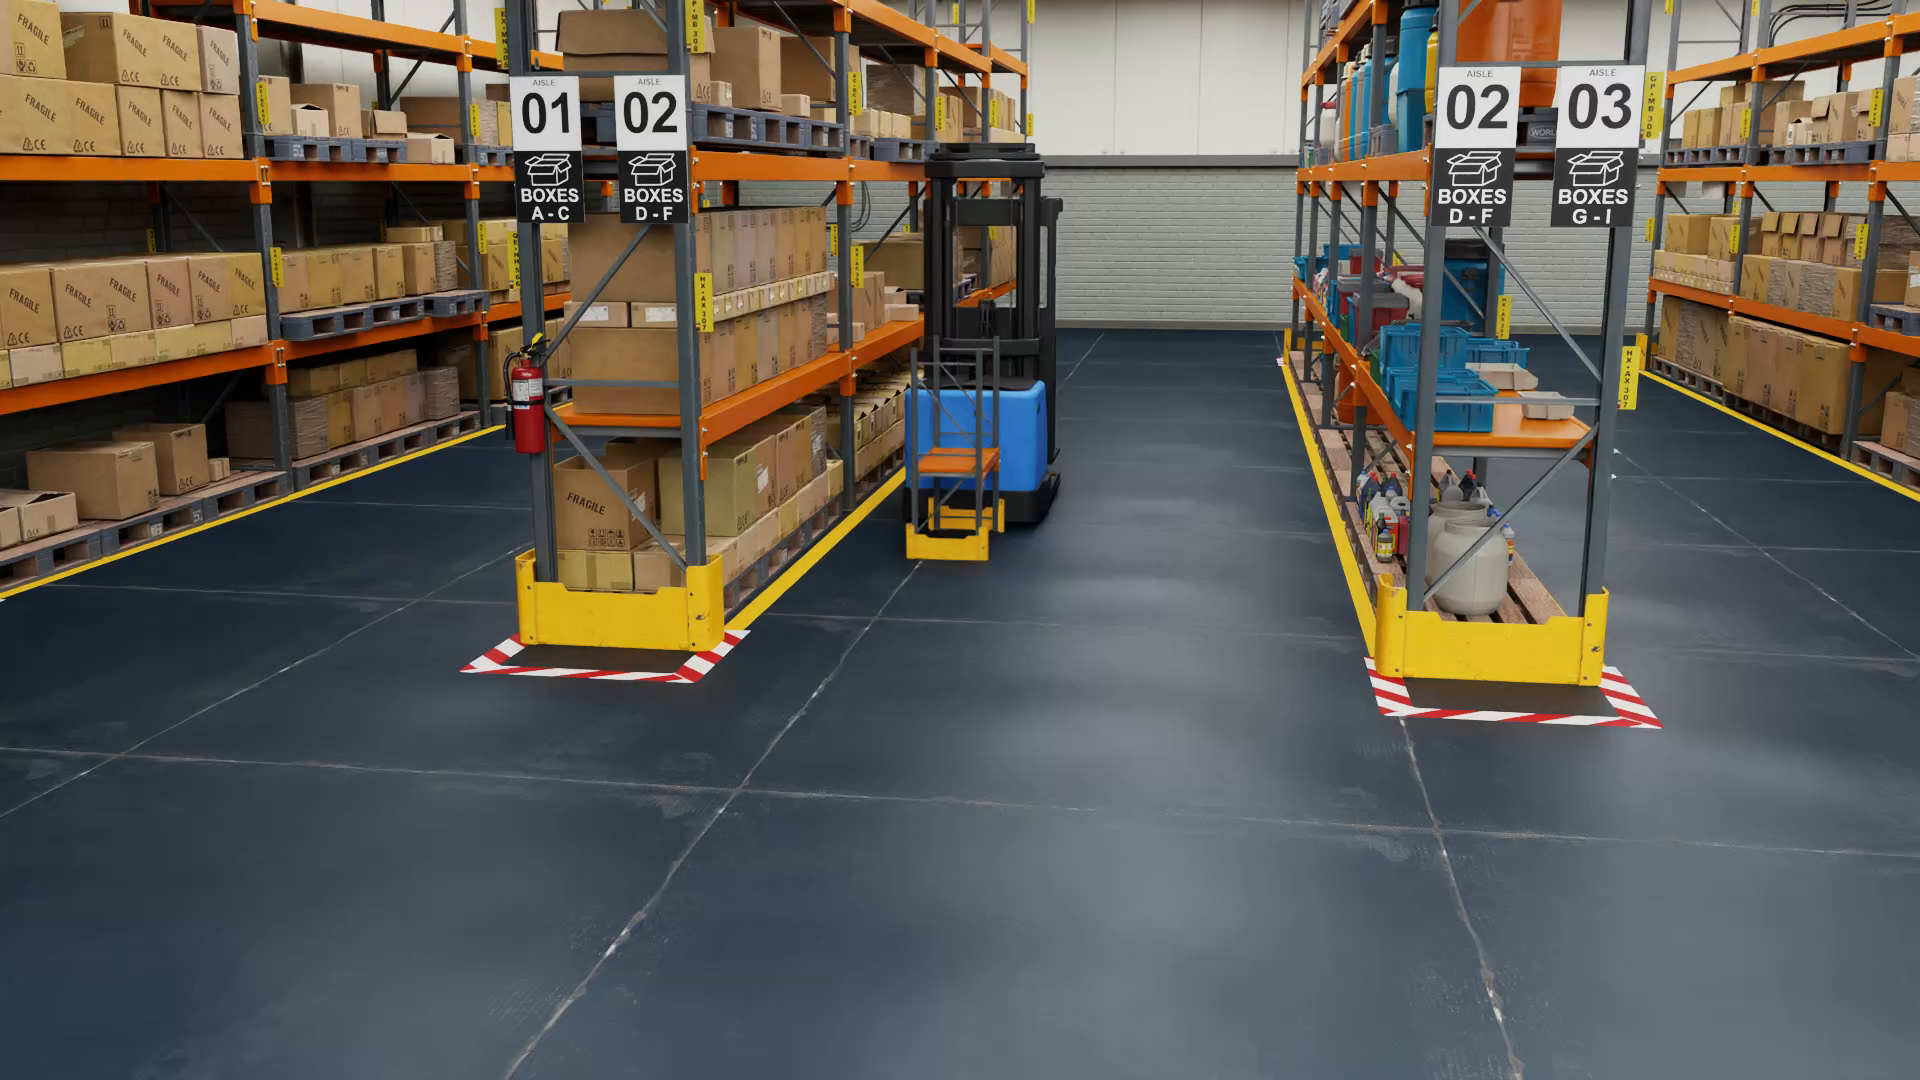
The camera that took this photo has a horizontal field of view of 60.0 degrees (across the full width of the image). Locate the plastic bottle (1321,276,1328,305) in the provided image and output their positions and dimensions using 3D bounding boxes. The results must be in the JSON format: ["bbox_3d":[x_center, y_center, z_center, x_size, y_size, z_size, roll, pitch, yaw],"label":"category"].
[{"bbox_3d":[4.029,-2.732,18.167,0.144,0.351,0.185,2,12,9],"label":"plastic bottle"}]

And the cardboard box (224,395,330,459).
[{"bbox_3d":[-6.161,-1.024,15.012,0.700,0.500,0.500,2,12,11],"label":"cardboard box"}]

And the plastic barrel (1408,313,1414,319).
[{"bbox_3d":[3.886,-1.759,13.862,0.301,0.262,0.301,0,12,0],"label":"plastic barrel"}]

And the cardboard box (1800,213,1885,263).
[{"bbox_3d":[9.369,-3.194,17.577,0.797,0.503,0.637,2,12,10],"label":"cardboard box"}]

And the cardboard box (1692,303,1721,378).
[{"bbox_3d":[9.975,-2.549,21.249,0.875,0.875,0.875,2,12,9],"label":"cardboard box"}]

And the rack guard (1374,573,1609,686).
[{"bbox_3d":[2.881,0.482,9.072,1.175,0.500,0.348,2,12,9],"label":"rack guard"}]

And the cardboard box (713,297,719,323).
[{"bbox_3d":[-1.667,-1.380,10.000,0.380,0.149,0.250,2,12,7],"label":"cardboard box"}]

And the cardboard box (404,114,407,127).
[{"bbox_3d":[-5.981,-4.092,16.956,0.500,0.500,0.500,2,12,9],"label":"cardboard box"}]

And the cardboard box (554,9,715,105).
[{"bbox_3d":[-1.885,-2.794,9.645,0.797,0.503,0.637,3,12,13],"label":"cardboard box"}]

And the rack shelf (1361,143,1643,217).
[{"bbox_3d":[3.224,-2.254,10.420,1.077,0.370,4.000,2,12,9],"label":"rack shelf"}]

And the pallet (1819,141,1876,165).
[{"bbox_3d":[9.087,-3.738,16.045,1.213,0.211,1.003,2,12,11],"label":"pallet"}]

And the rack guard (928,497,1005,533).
[{"bbox_3d":[0.048,-0.193,12.794,0.587,0.250,0.087,2,12,8],"label":"rack guard"}]

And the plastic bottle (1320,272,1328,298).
[{"bbox_3d":[4.078,-2.798,18.475,0.144,0.351,0.185,2,12,9],"label":"plastic bottle"}]

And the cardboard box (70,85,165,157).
[{"bbox_3d":[-6.229,-3.067,12.201,0.500,0.500,0.500,1,12,6],"label":"cardboard box"}]

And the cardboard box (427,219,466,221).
[{"bbox_3d":[-5.746,-3.491,18.799,0.500,0.250,0.500,1,12,7],"label":"cardboard box"}]

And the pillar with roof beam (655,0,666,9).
[{"bbox_3d":[-0.598,-7.758,27.132,9.100,9.000,0.400,2,12,9],"label":"pillar with roof beam"}]

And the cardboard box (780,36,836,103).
[{"bbox_3d":[-1.229,-3.809,13.507,0.500,0.500,0.500,2,12,9],"label":"cardboard box"}]

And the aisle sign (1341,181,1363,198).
[{"bbox_3d":[5.677,-5.330,23.935,0.394,0.787,0.004,2,12,9],"label":"aisle sign"}]

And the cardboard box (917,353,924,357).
[{"bbox_3d":[-0.238,-1.842,18.808,0.500,0.500,0.500,2,12,8],"label":"cardboard box"}]

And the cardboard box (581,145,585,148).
[{"bbox_3d":[-5.154,-5.339,22.150,0.500,0.250,0.500,2,12,9],"label":"cardboard box"}]

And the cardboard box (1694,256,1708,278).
[{"bbox_3d":[9.620,-3.447,21.019,0.500,0.250,0.500,2,12,10],"label":"cardboard box"}]

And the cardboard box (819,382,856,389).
[{"bbox_3d":[-1.271,-1.370,15.928,0.500,0.311,0.500,2,12,7],"label":"cardboard box"}]

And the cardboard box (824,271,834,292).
[{"bbox_3d":[-1.193,-2.019,12.967,0.380,0.149,0.250,2,12,9],"label":"cardboard box"}]

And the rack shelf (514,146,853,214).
[{"bbox_3d":[-1.670,-2.415,11.168,1.077,0.370,4.000,2,12,9],"label":"rack shelf"}]

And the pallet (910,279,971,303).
[{"bbox_3d":[-0.453,-2.861,19.104,1.003,0.211,1.213,2,12,9],"label":"pallet"}]

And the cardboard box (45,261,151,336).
[{"bbox_3d":[-6.264,-1.755,12.043,0.500,0.500,0.500,2,12,10],"label":"cardboard box"}]

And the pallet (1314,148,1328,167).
[{"bbox_3d":[4.738,-4.429,19.252,1.213,0.211,1.003,2,12,9],"label":"pallet"}]

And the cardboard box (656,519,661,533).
[{"bbox_3d":[-2.122,0.029,10.769,0.500,0.250,0.500,2,12,9],"label":"cardboard box"}]

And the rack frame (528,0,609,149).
[{"bbox_3d":[-5.028,-6.475,21.177,1.000,3.000,0.127,2,12,9],"label":"rack frame"}]

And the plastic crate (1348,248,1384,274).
[{"bbox_3d":[5.147,-3.459,21.131,0.402,0.464,0.583,2,12,9],"label":"plastic crate"}]

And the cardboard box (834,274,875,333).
[{"bbox_3d":[-1.070,-2.139,15.062,0.500,0.500,0.500,2,12,9],"label":"cardboard box"}]

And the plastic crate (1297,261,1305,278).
[{"bbox_3d":[4.811,-3.686,22.734,0.416,0.233,0.300,2,12,9],"label":"plastic crate"}]

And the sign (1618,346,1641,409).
[{"bbox_3d":[3.459,-0.840,8.612,0.100,0.325,0.005,2,12,9],"label":"sign"}]

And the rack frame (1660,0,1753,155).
[{"bbox_3d":[10.271,-6.826,22.807,1.000,3.000,0.127,2,12,9],"label":"rack frame"}]

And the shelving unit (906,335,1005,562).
[{"bbox_3d":[-0.022,-0.700,12.180,0.587,1.500,1.083,2,12,8],"label":"shelving unit"}]

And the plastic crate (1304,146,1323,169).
[{"bbox_3d":[4.731,-5.011,21.785,0.437,0.282,0.530,2,12,9],"label":"plastic crate"}]

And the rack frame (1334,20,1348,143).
[{"bbox_3d":[4.146,-5.321,15.824,1.000,3.000,0.127,2,12,9],"label":"rack frame"}]

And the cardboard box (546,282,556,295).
[{"bbox_3d":[-5.091,-3.032,19.989,0.380,0.149,0.250,2,12,10],"label":"cardboard box"}]

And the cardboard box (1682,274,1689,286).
[{"bbox_3d":[9.655,-3.387,21.686,0.380,0.149,0.250,2,12,7],"label":"cardboard box"}]

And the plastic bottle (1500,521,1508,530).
[{"bbox_3d":[3.556,-0.024,10.889,0.061,0.283,0.133,2,12,10],"label":"plastic bottle"}]

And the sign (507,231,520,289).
[{"bbox_3d":[-2.512,-1.587,9.425,0.100,0.325,0.005,2,12,9],"label":"sign"}]

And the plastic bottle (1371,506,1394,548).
[{"bbox_3d":[2.853,-0.084,11.182,0.152,0.276,0.135,2,12,7],"label":"plastic bottle"}]

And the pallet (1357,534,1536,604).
[{"bbox_3d":[3.202,0.201,11.062,1.003,0.211,1.213,2,12,9],"label":"pallet"}]

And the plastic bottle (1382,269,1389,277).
[{"bbox_3d":[4.915,-2.957,19.209,0.144,0.351,0.185,2,12,9],"label":"plastic bottle"}]

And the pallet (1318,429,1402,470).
[{"bbox_3d":[3.989,-0.865,16.007,1.003,0.211,1.213,2,12,9],"label":"pallet"}]

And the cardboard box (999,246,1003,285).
[{"bbox_3d":[0.291,-3.635,22.004,0.500,0.500,0.500,2,12,10],"label":"cardboard box"}]

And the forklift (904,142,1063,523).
[{"bbox_3d":[0.279,-1.828,14.019,1.130,2.935,3.031,2,12,8],"label":"forklift"}]

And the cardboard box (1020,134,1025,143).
[{"bbox_3d":[0.656,-5.737,24.044,0.500,0.250,0.500,2,12,9],"label":"cardboard box"}]

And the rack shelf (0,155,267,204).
[{"bbox_3d":[-6.565,-2.575,11.910,1.077,0.370,4.000,2,12,9],"label":"rack shelf"}]

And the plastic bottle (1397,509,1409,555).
[{"bbox_3d":[2.937,-0.055,11.032,0.061,0.283,0.133,2,12,9],"label":"plastic bottle"}]

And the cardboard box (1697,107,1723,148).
[{"bbox_3d":[10.007,-5.330,21.515,0.700,0.500,0.500,1,12,5],"label":"cardboard box"}]

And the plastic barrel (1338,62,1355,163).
[{"bbox_3d":[3.806,-3.936,15.326,0.600,0.901,0.600,0,12,0],"label":"plastic barrel"}]

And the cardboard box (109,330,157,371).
[{"bbox_3d":[-6.254,-1.391,12.138,0.500,0.250,0.500,2,12,9],"label":"cardboard box"}]

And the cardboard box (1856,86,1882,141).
[{"bbox_3d":[9.063,-4.079,15.940,0.797,0.503,0.637,3,12,12],"label":"cardboard box"}]

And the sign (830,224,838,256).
[{"bbox_3d":[-1.285,-3.093,17.163,0.100,0.325,0.005,2,12,9],"label":"sign"}]

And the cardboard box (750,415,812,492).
[{"bbox_3d":[-1.379,-0.633,12.061,0.500,0.500,0.500,2,12,9],"label":"cardboard box"}]
